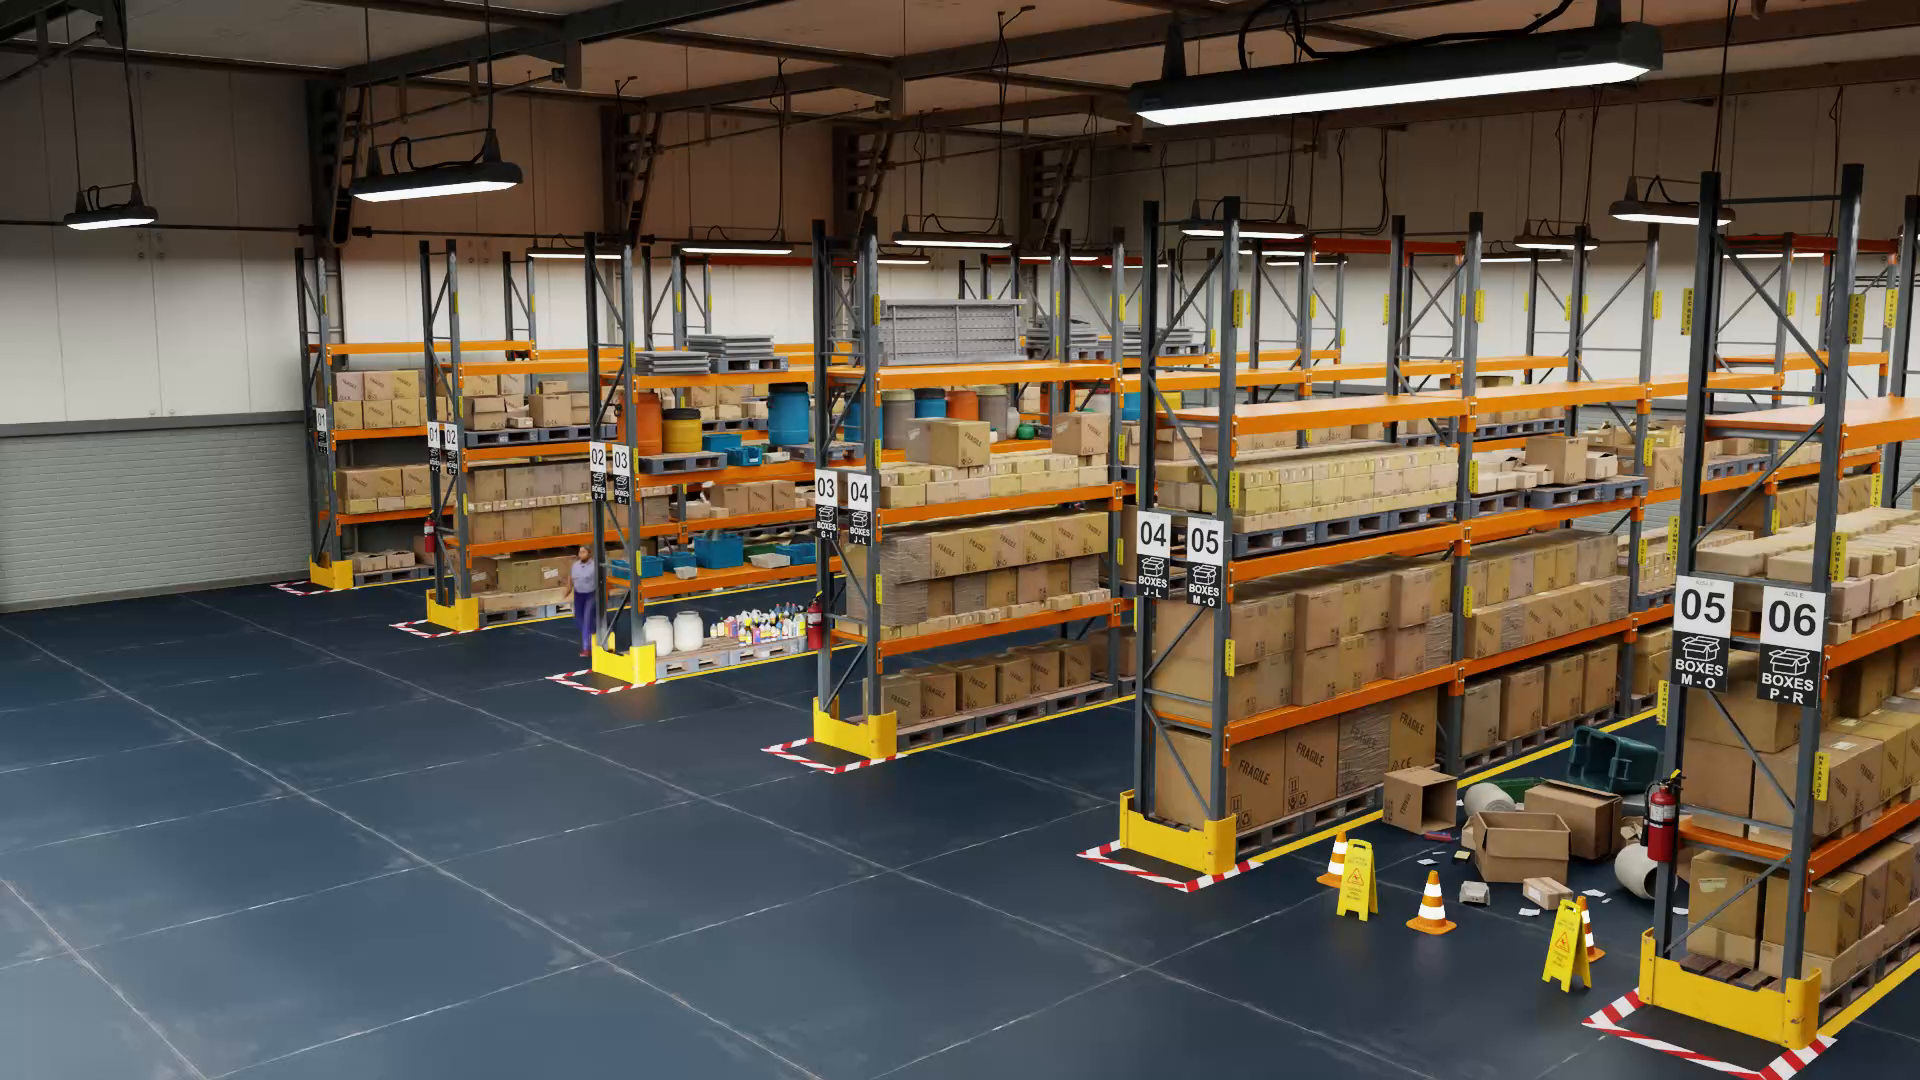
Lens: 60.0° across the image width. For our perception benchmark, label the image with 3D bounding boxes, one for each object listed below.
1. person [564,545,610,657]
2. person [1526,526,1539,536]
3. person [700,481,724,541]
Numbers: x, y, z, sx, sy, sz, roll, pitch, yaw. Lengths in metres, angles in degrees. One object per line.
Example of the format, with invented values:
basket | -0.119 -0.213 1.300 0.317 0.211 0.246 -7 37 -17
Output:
person | -5.381 0.856 24.156 0.618 1.612 0.719 2 9 16
person | 9.055 0.541 26.327 0.761 1.543 0.519 -7 11 -40
person | -4.754 -0.312 31.768 0.703 1.681 0.710 5 10 29
